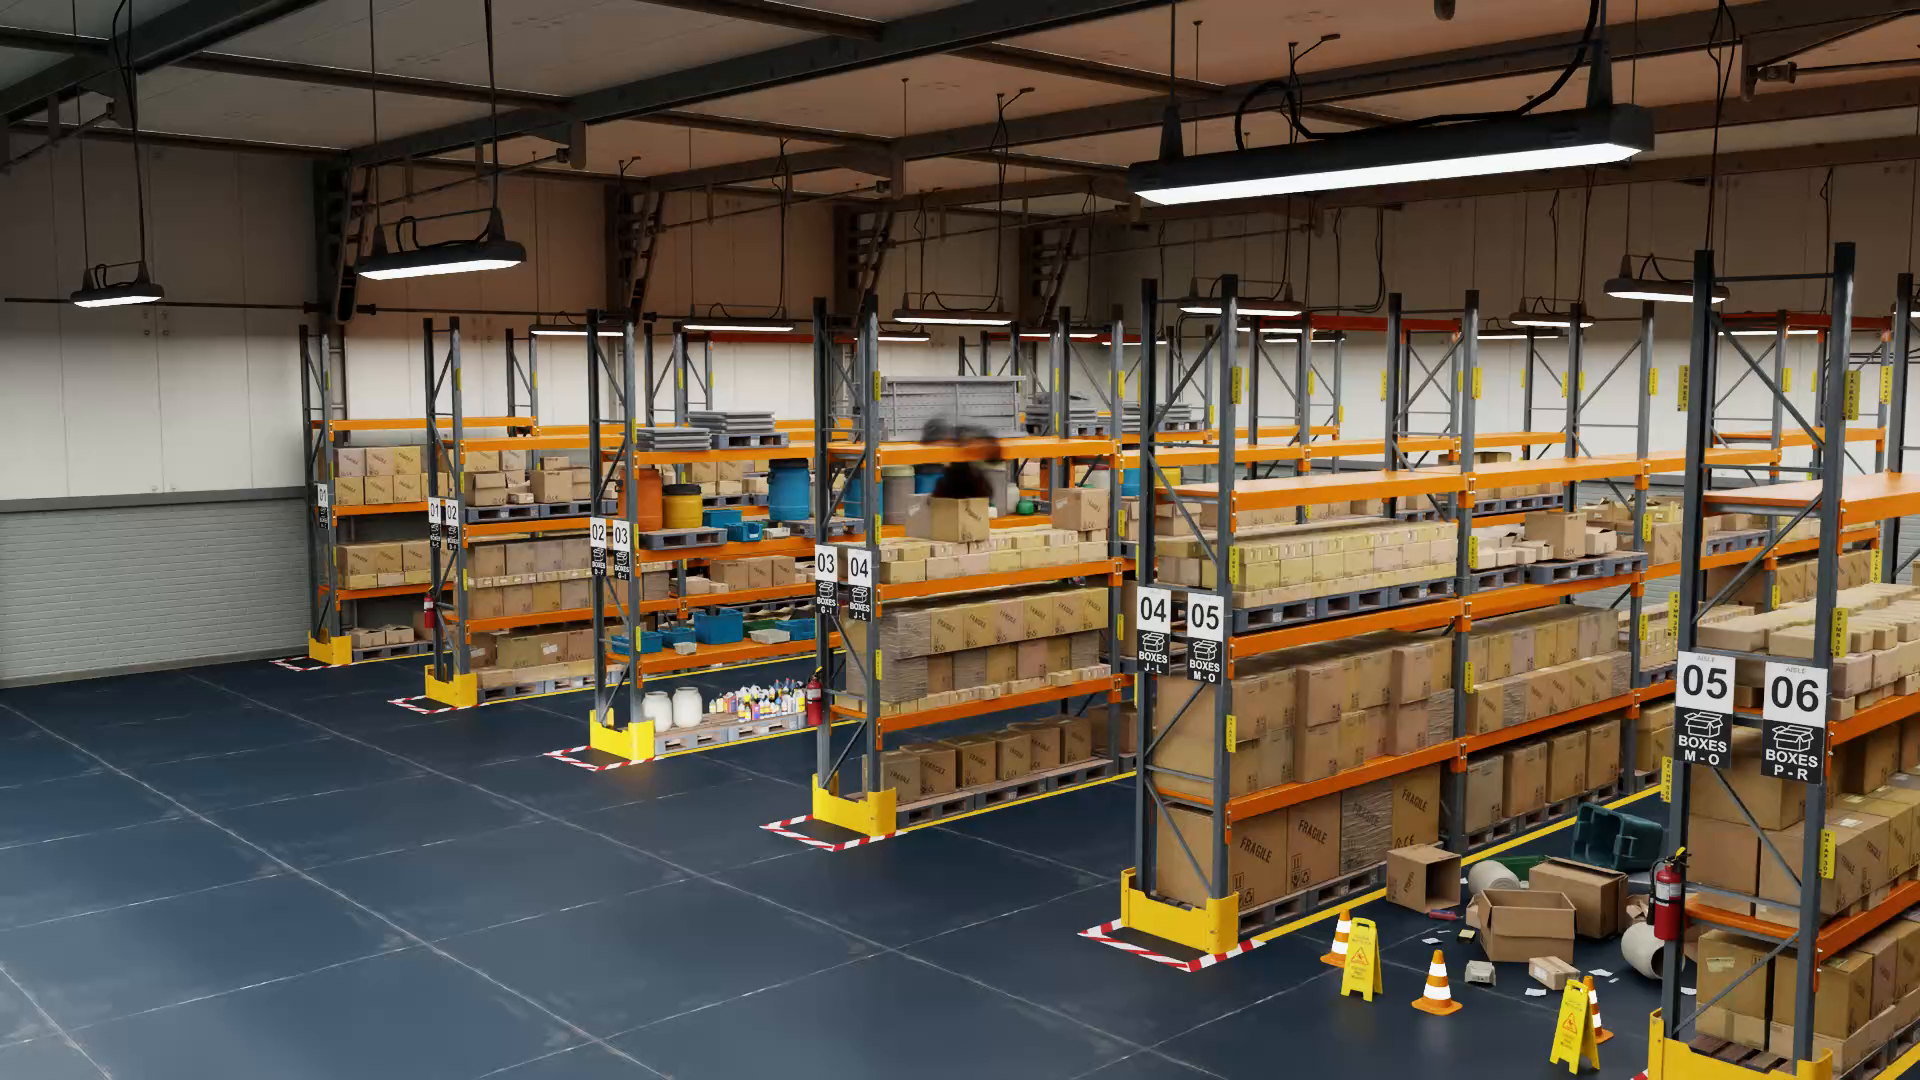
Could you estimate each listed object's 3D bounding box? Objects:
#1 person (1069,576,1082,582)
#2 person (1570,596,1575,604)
[{"bbox_3d":[2.098,0.997,32.367,0.692,1.763,0.989,4,7,35],"label":"person"},{"bbox_3d":[-8.864,0.393,18.265,16.516,5.872,38.054,5,8,43],"label":"person"}]
